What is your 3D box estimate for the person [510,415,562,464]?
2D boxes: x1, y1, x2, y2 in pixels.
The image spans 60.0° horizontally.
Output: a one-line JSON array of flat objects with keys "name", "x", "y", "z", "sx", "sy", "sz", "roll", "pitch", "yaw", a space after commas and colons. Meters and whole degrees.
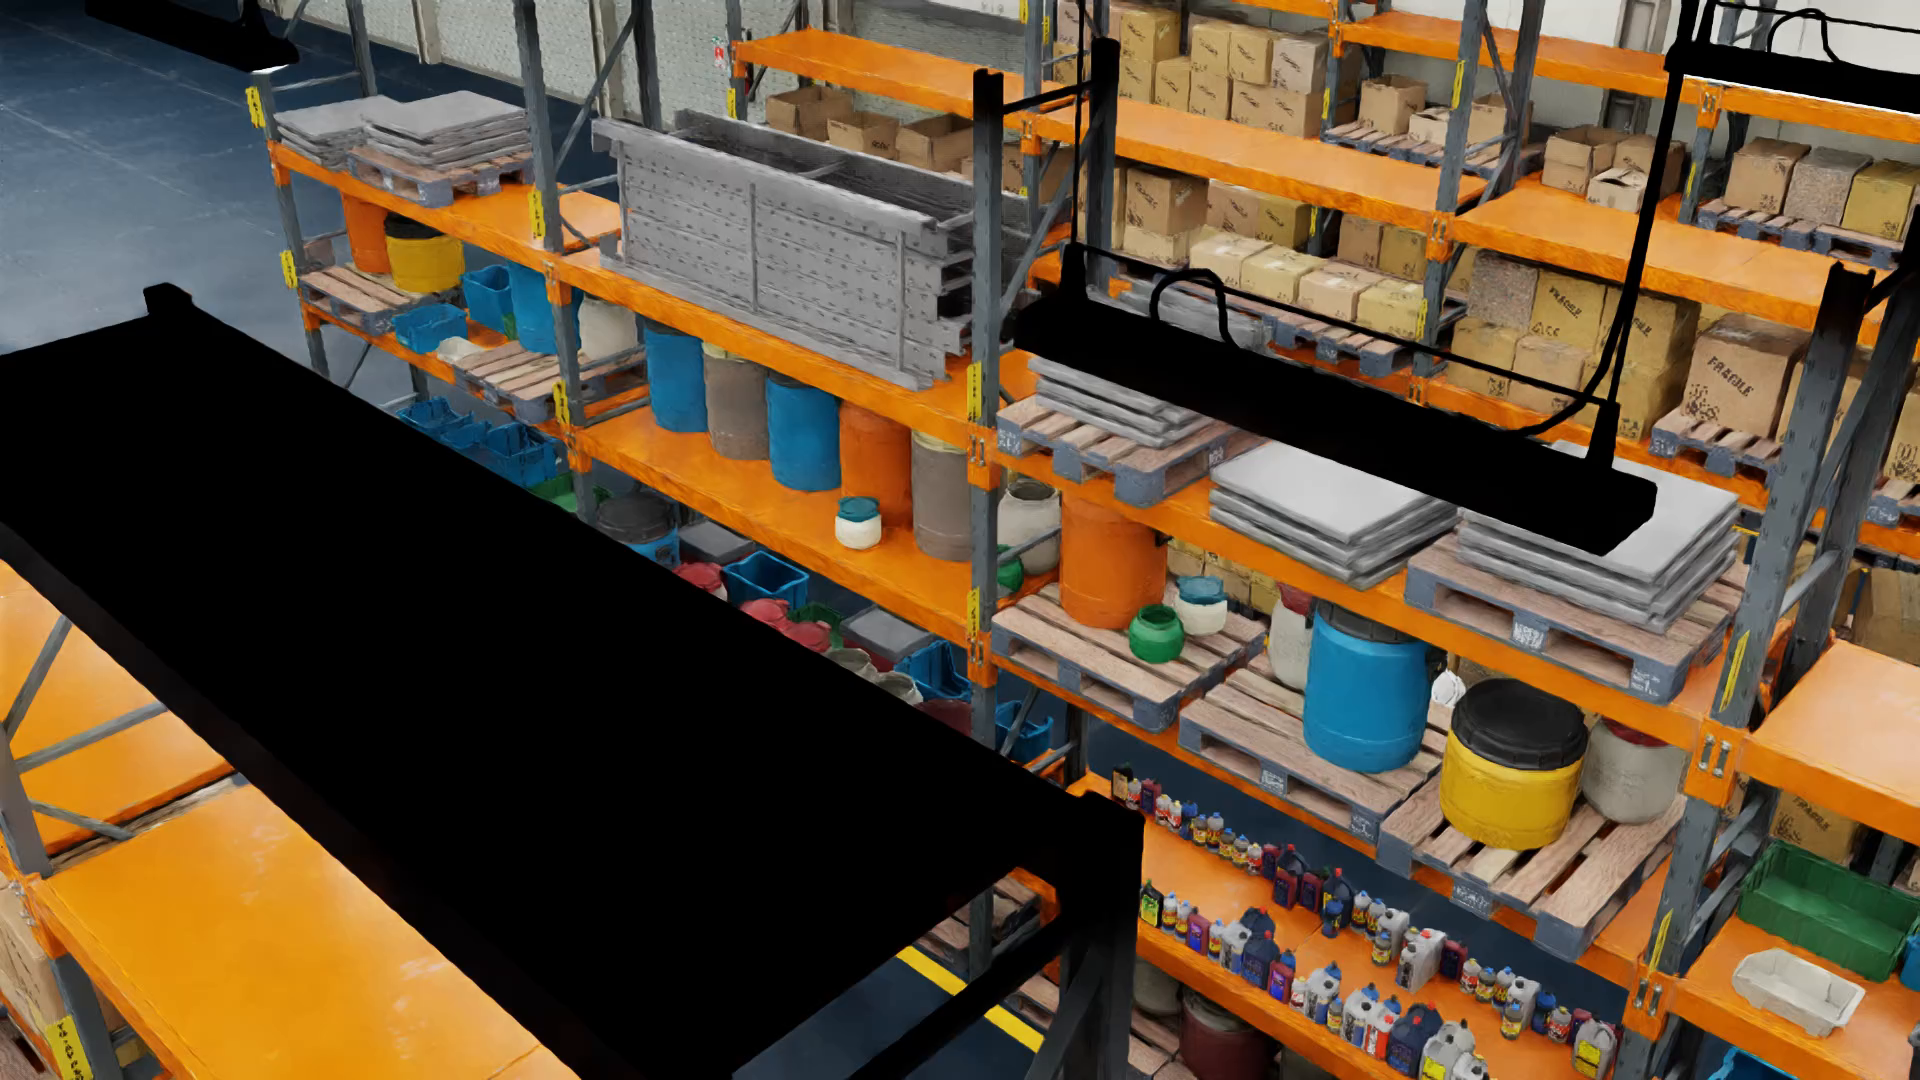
[{"name": "person", "x": -4.401, "y": -1.091, "z": 17.222, "sx": 0.463, "sy": 0.948, "sz": 0.407, "roll": 3, "pitch": 29, "yaw": 5}]

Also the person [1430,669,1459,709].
[{"name": "person", "x": 3.390, "y": 1.597, "z": 11.907, "sx": 0.487, "sy": 1.479, "sz": 0.518, "roll": 23, "pitch": 37, "yaw": 35}]
